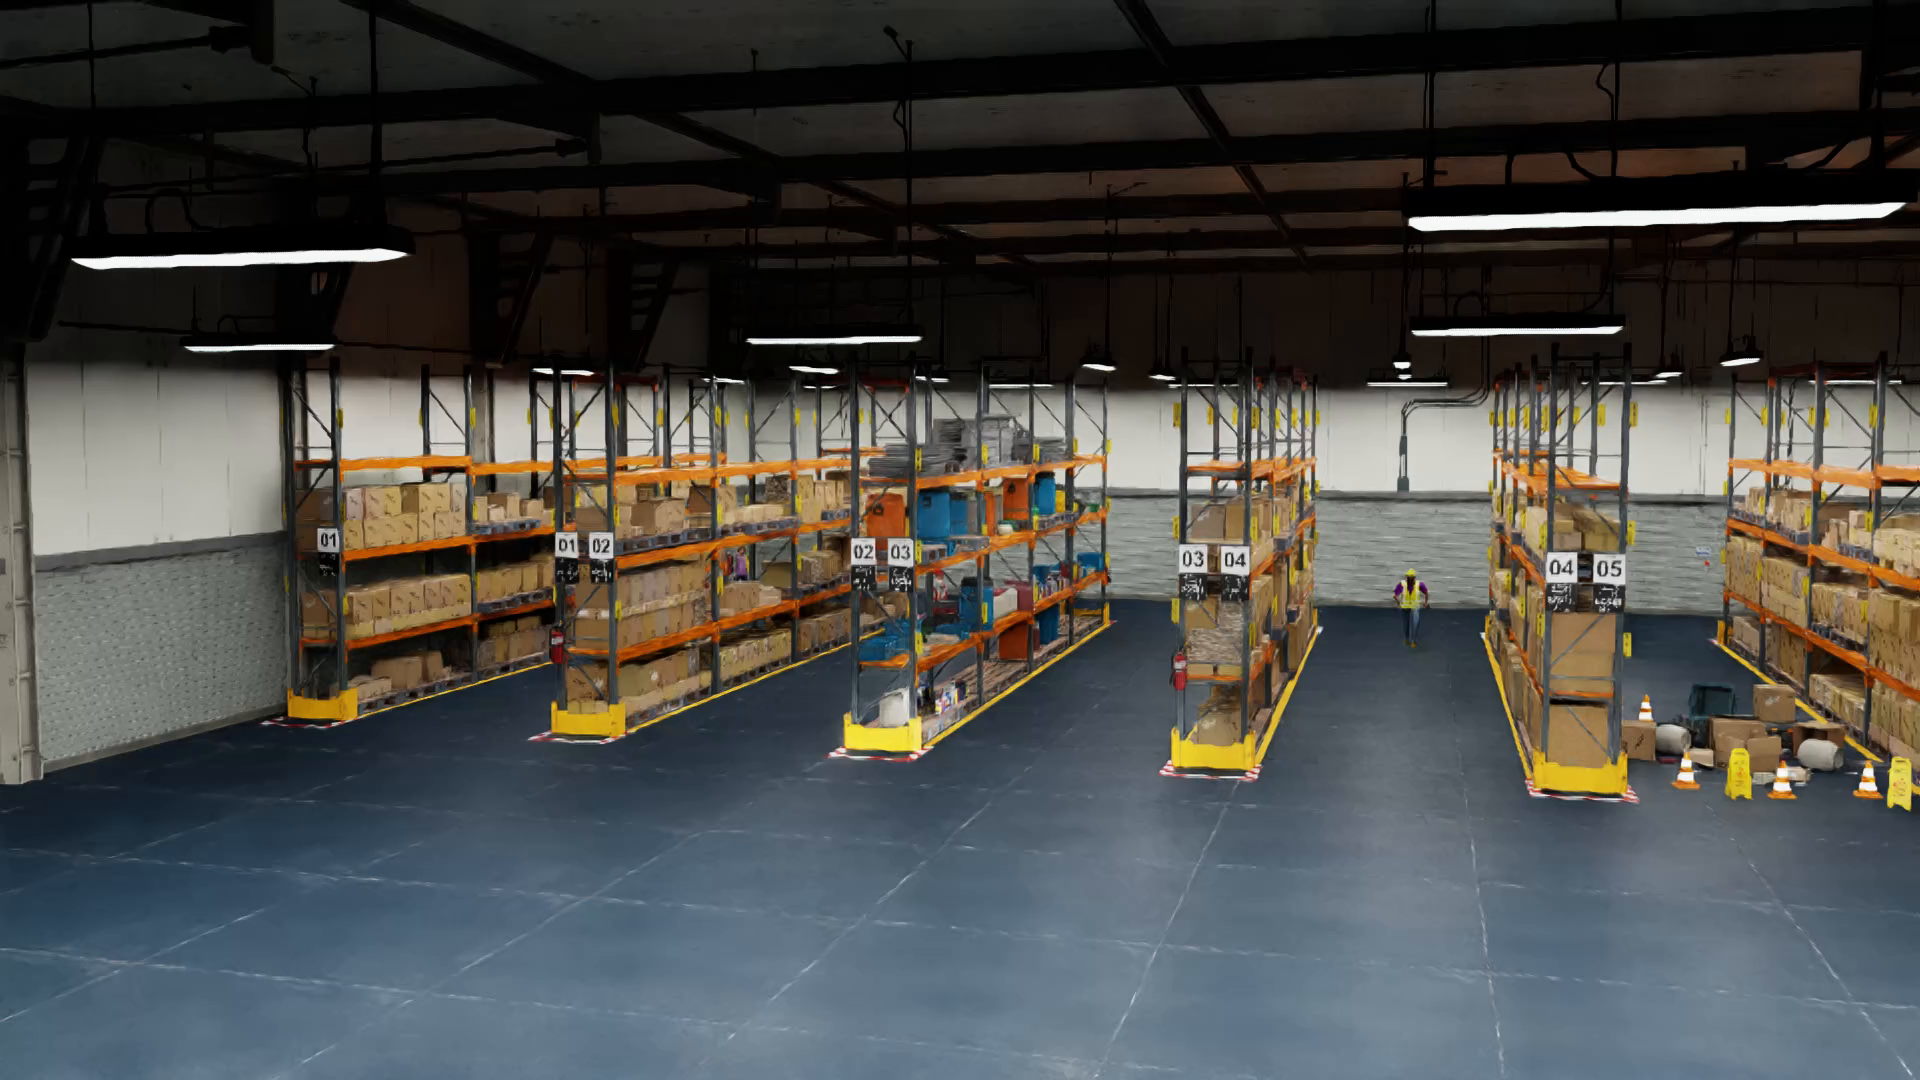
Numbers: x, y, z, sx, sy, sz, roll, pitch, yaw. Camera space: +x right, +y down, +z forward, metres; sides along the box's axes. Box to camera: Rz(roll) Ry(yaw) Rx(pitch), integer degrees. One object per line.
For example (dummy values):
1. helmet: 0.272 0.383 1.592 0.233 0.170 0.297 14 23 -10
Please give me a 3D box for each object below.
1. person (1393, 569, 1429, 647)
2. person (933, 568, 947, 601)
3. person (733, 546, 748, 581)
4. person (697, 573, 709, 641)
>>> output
1. person: 9.903 1.469 36.546 0.734 1.696 0.856 2 4 20
2. person: -0.465 1.461 36.068 0.444 1.786 0.598 -1 4 -11
3. person: -5.955 0.945 44.493 0.573 1.575 0.462 -2 5 -27
4. person: -5.365 1.547 35.137 0.450 1.737 0.595 -1 4 -16
